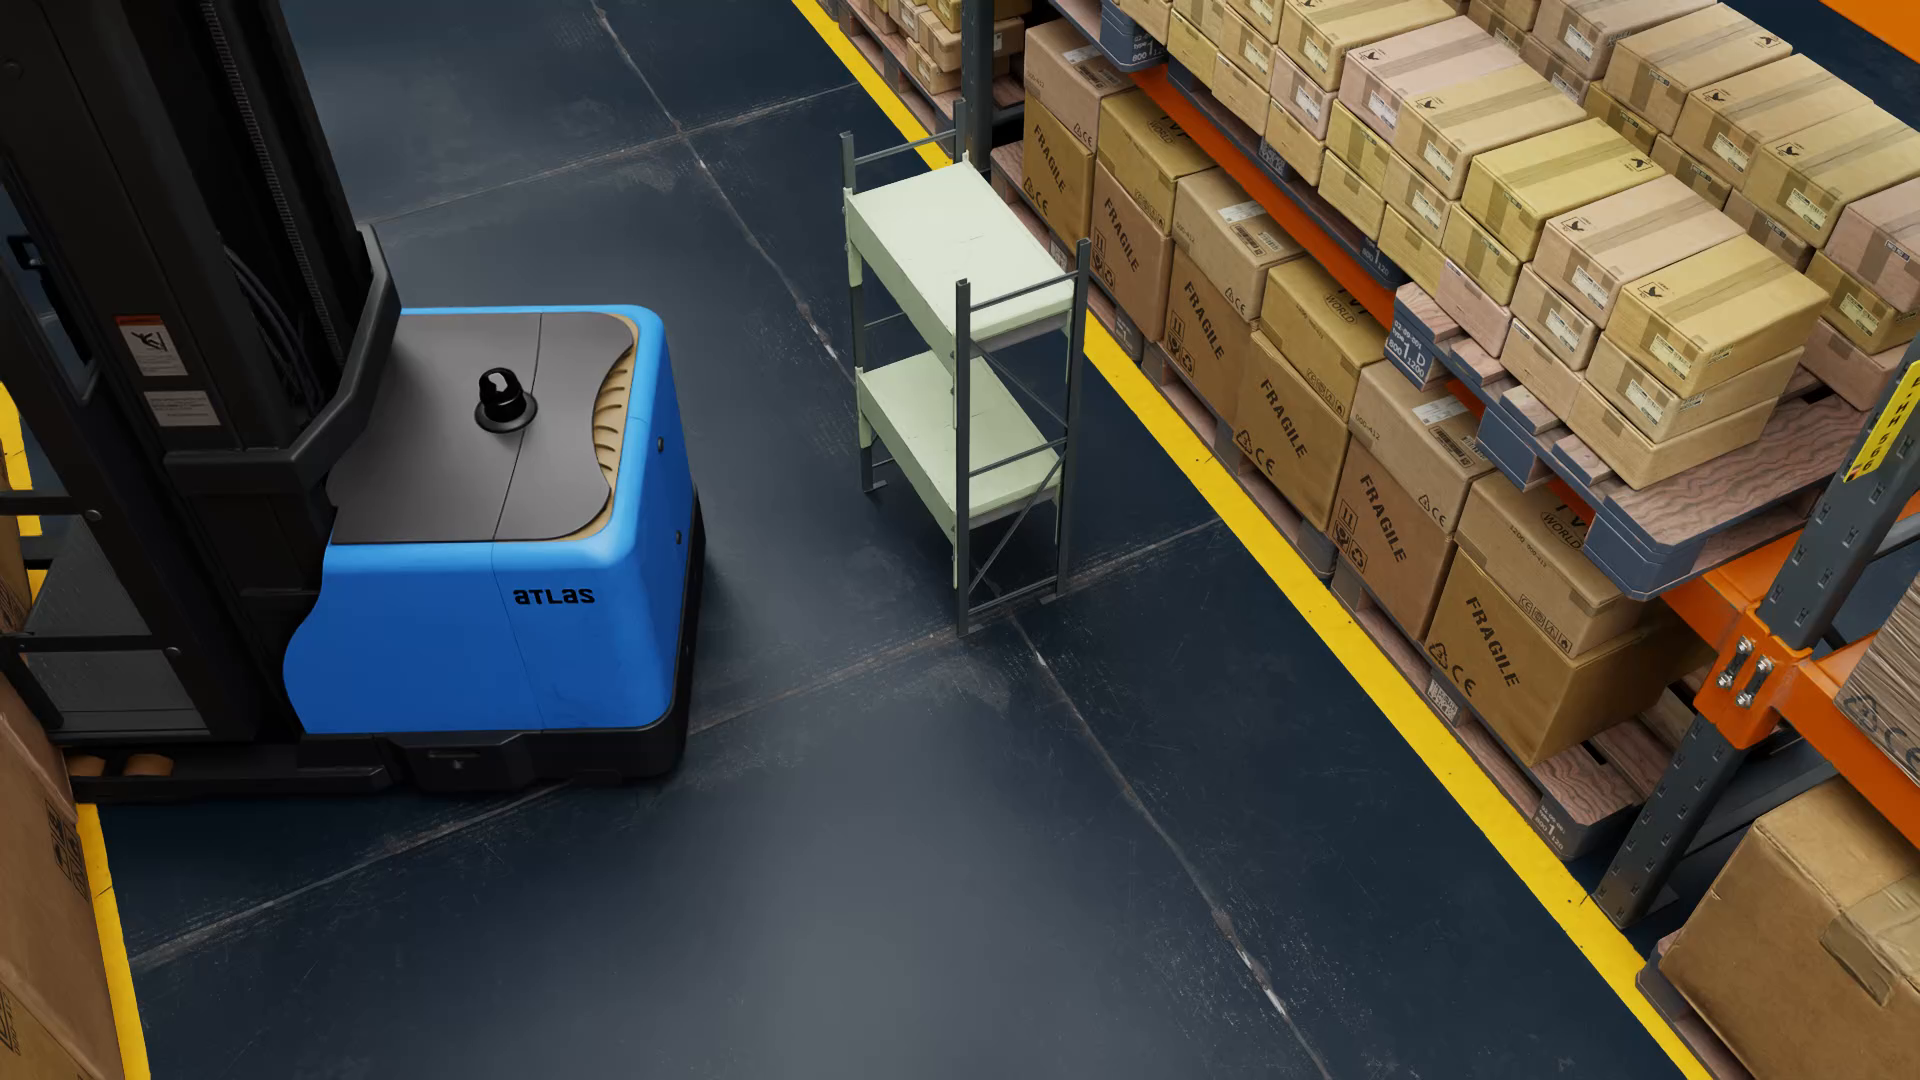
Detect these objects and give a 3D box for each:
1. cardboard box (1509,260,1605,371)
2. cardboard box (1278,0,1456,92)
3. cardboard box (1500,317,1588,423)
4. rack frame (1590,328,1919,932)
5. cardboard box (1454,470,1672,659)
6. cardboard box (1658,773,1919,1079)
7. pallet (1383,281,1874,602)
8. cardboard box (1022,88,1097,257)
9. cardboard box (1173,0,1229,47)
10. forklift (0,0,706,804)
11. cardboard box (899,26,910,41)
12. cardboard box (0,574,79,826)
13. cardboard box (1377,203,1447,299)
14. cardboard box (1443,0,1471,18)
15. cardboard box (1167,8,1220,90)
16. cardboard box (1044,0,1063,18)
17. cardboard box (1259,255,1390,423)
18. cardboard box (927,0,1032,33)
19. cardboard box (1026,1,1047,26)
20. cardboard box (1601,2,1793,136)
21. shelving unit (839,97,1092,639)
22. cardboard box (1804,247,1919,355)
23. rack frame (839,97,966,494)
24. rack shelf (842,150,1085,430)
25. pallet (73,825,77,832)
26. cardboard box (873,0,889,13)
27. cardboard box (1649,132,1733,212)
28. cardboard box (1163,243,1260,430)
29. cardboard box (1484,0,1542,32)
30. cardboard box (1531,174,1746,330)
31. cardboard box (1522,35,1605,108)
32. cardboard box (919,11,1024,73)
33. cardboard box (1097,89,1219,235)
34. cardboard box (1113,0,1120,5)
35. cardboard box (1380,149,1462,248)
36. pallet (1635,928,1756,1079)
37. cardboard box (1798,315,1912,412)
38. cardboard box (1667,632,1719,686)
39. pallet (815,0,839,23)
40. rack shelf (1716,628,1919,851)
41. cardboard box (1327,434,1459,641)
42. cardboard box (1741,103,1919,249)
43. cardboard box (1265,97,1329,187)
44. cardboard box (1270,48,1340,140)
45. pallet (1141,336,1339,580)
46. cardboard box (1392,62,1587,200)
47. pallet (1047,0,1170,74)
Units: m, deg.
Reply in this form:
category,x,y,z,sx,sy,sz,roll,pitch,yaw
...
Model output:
category,x,y,z,sx,sy,sz,roll,pitch,yaw
cardboard box,1.551,-0.583,3.957,0.380,0.149,0.250,-19,52,-16
cardboard box,1.084,-1.365,4.444,0.380,0.149,0.250,-19,51,-16
cardboard box,1.559,-0.472,4.058,0.380,0.149,0.250,-21,52,-18
rack frame,2.306,-0.077,3.825,1.000,3.000,0.127,-21,52,-18
cardboard box,1.760,-0.007,4.647,0.500,0.250,0.500,-22,52,-18
cardboard box,2.505,0.963,4.130,1.050,0.750,0.750,-22,52,-18
pallet,1.885,-0.455,4.282,1.213,0.211,1.003,-21,52,-18
cardboard box,0.578,-1.484,6.437,0.500,0.500,0.500,-19,52,-16
cardboard box,0.852,-1.610,4.855,0.380,0.149,0.250,-22,52,-18
forklift,-2.369,-0.571,4.302,3.031,2.935,1.130,-1,49,-1
cardboard box,-0.051,-2.302,7.386,0.380,0.149,0.250,-20,52,-17
cardboard box,-3.261,0.467,4.482,1.225,0.875,0.875,-23,53,-19
cardboard box,1.331,-0.812,4.355,0.380,0.149,0.250,-22,52,-18
cardboard box,1.546,-1.664,4.903,0.380,0.149,0.250,-19,52,-16
cardboard box,0.849,-1.516,4.971,0.380,0.149,0.250,-22,52,-18
cardboard box,0.594,-2.405,7.278,0.380,0.149,0.250,-19,51,-16
cardboard box,1.300,-0.687,5.241,0.500,0.250,0.500,-20,52,-17
cardboard box,0.081,-2.299,6.987,0.380,0.149,0.250,-20,52,-17
cardboard box,0.473,-2.487,7.547,0.380,0.149,0.250,-20,52,-16
cardboard box,1.912,-1.227,4.323,0.380,0.149,0.250,-23,53,-19
shelving unit,0.003,-0.489,5.182,0.431,1.500,0.755,-21,52,-18
cardboard box,2.263,-0.623,3.993,0.380,0.149,0.250,-19,52,-16
rack frame,-0.164,-0.734,5.396,0.400,1.500,0.023,-21,52,-18
rack shelf,0.003,-0.746,4.888,0.431,0.370,0.720,-21,52,-18
pallet,-2.999,1.112,4.637,1.003,0.211,1.213,-21,52,-18
cardboard box,-0.224,-2.504,7.364,0.380,0.149,0.250,-23,53,-19
cardboard box,2.012,-0.982,4.306,0.380,0.149,0.250,-23,53,-19
cardboard box,1.073,-0.785,5.825,0.500,0.500,0.500,-20,52,-17
cardboard box,1.664,-1.584,4.635,0.380,0.149,0.250,-20,52,-16
cardboard box,1.561,-0.668,3.834,0.380,0.149,0.250,-22,52,-18
cardboard box,1.783,-1.318,4.600,0.380,0.149,0.250,-21,52,-17
cardboard box,0.049,-2.154,7.058,0.380,0.149,0.250,-20,52,-17
cardboard box,0.825,-1.376,5.844,0.500,0.250,0.500,-20,52,-17
cardboard box,0.604,-1.867,5.278,0.380,0.149,0.250,-21,52,-17
cardboard box,1.315,-0.926,4.257,0.380,0.149,0.250,-21,52,-17
pallet,2.600,1.394,4.390,1.003,0.211,1.213,-21,52,-18
cardboard box,2.281,-0.502,4.084,0.380,0.149,0.250,-22,52,-18
cardboard box,2.209,0.046,5.099,0.500,0.500,0.500,-23,53,-19
pallet,-0.425,-3.091,8.314,1.003,0.211,1.213,-21,52,-18
rack shelf,3.221,1.498,2.925,1.077,0.370,4.000,-21,52,-18
cardboard box,1.538,-0.092,5.219,0.500,0.500,0.500,-19,52,-16
cardboard box,2.141,-0.884,4.023,0.380,0.149,0.250,-22,53,-18
cardboard box,1.089,-1.165,4.664,0.380,0.149,0.250,-20,52,-16
cardboard box,1.083,-1.267,4.556,0.380,0.149,0.250,-20,52,-17
pallet,1.395,-0.498,6.046,1.003,0.211,1.213,-21,52,-18
cardboard box,1.316,-1.021,4.143,0.380,0.149,0.250,-20,52,-16
pallet,0.696,-2.130,5.747,1.003,0.211,1.213,-21,52,-18
